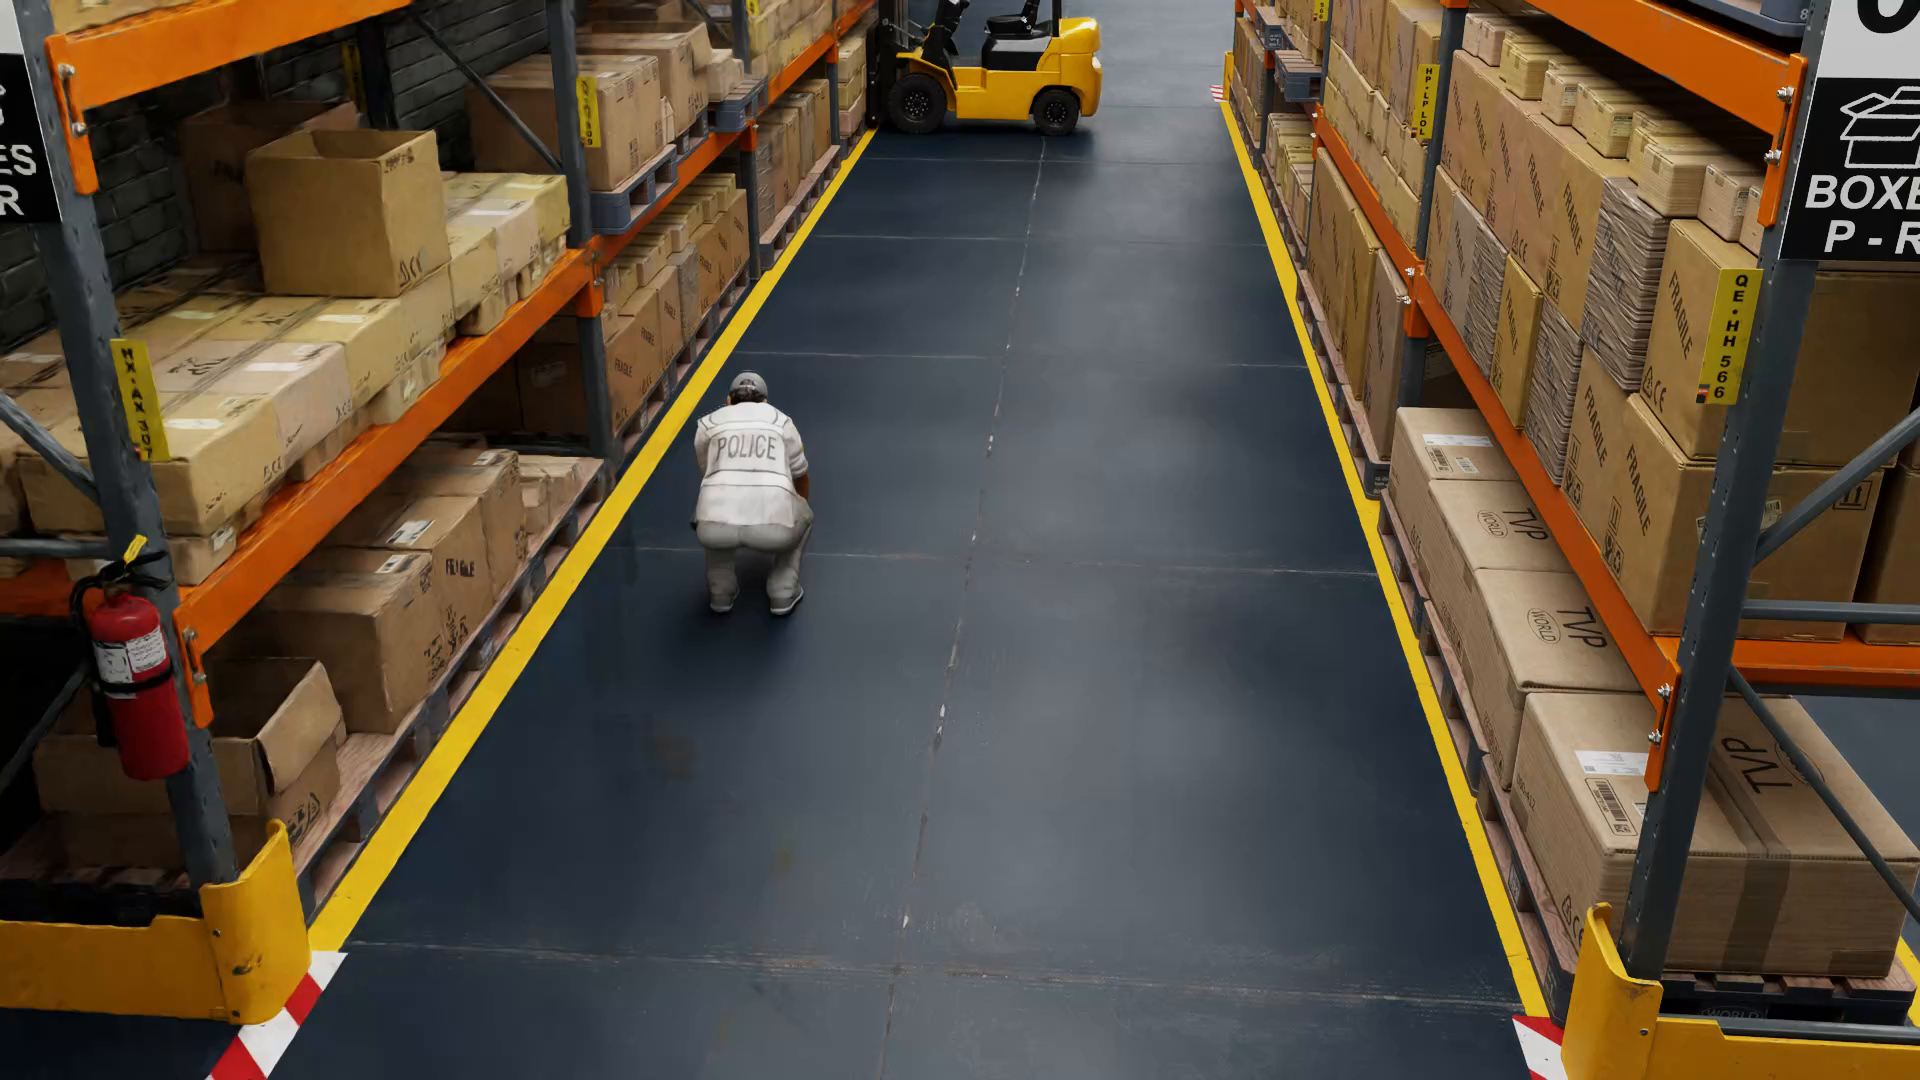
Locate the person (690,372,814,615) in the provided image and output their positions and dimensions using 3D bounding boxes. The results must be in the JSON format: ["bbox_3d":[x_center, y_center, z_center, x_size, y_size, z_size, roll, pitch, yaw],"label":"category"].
[{"bbox_3d":[-0.930,-0.193,7.391,0.524,0.950,0.853,2,25,4],"label":"person"}]
